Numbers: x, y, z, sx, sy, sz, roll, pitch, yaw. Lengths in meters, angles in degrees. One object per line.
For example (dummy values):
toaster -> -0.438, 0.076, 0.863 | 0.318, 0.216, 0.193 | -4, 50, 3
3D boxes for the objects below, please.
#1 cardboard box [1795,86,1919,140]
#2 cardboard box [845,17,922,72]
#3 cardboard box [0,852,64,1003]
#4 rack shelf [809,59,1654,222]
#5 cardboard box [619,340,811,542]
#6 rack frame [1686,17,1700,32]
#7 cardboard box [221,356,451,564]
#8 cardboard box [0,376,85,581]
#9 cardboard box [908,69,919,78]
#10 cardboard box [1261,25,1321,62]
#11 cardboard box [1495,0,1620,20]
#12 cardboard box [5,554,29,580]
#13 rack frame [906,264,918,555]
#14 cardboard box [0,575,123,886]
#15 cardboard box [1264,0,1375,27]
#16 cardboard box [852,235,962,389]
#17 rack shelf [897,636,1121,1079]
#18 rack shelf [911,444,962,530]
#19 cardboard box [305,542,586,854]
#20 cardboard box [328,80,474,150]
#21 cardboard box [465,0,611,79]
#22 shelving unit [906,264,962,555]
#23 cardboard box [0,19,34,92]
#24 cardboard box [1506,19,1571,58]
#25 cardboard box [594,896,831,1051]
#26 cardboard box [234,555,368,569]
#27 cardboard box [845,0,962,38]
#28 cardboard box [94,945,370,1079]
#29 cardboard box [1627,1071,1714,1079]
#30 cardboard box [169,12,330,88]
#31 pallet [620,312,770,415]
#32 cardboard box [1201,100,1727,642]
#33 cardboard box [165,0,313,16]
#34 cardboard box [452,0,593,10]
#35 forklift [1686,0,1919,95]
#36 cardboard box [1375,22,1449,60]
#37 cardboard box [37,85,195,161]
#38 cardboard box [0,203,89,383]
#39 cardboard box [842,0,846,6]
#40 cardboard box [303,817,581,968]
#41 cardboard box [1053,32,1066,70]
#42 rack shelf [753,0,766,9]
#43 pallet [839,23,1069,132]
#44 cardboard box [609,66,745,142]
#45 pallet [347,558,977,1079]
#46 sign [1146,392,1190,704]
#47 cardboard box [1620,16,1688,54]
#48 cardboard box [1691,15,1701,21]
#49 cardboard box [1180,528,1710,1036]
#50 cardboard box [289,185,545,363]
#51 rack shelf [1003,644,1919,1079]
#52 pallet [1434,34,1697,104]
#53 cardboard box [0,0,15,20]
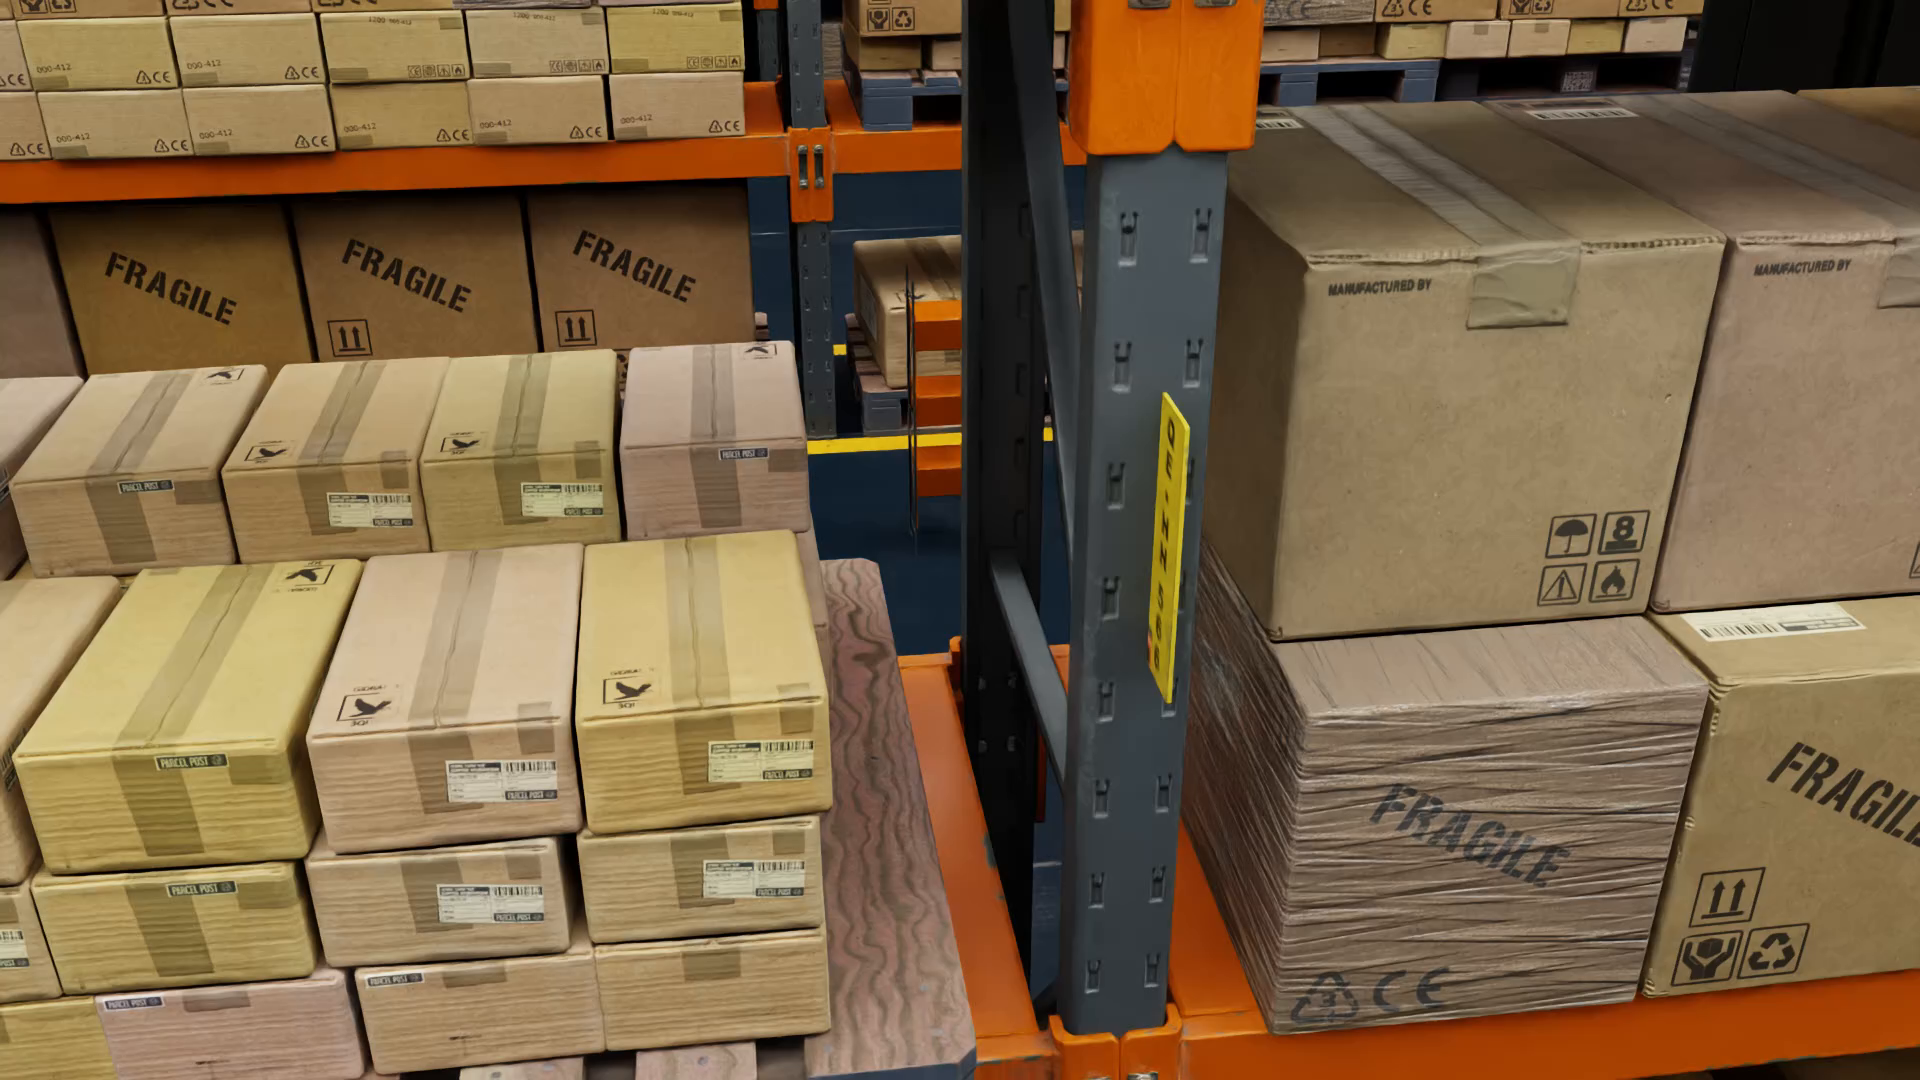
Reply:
cardboard box -> 1.588, -0.334, 2.410 | 0.500, 0.500, 0.700 | -4, 27, -8
cardboard box -> -0.309, -1.997, 6.671 | 0.250, 0.149, 0.380 | -5, 28, -10
cardboard box -> -1.065, 0.327, 1.816 | 0.250, 0.149, 0.380 | -4, 27, -7
rack shelf -> 1.324, -1.792, 7.246 | 4.000, 0.370, 1.077 | -4, 27, -7
cardboard box -> -0.356, -0.152, 2.423 | 0.250, 0.149, 0.380 | -4, 27, -7
rack frame -> 3.305, -2.240, 7.329 | 0.127, 3.000, 1.000 | -4, 27, -7
cardboard box -> -0.861, -0.120, 2.362 | 0.250, 0.149, 0.380 | -4, 27, -7
cardboard box -> -1.391, -0.085, 2.294 | 0.250, 0.149, 0.380 | -2, 27, -5
cardboard box -> -0.086, -3.438, 11.806 | 0.625, 0.625, 0.875 | -3, 27, -5
cardboard box -> 1.298, -2.078, 6.829 | 0.250, 0.149, 0.380 | -3, 27, -5
cardboard box -> 2.388, -2.438, 6.821 | 0.500, 0.500, 0.500 | -4, 27, -7
cardboard box -> -1.402, 0.047, 2.362 | 0.250, 0.149, 0.380 | -4, 27, -7
rack frame -> -0.174, -0.456, 5.989 | 0.008, 1.050, 0.200 | -4, 27, -7
cardboard box -> -1.060, 0.195, 1.748 | 0.250, 0.149, 0.380 | -3, 27, -6
cardboard box -> 1.358, -2.374, 6.696 | 0.500, 0.500, 0.500 | -5, 28, -9
cardboard box -> -0.096, -1.034, 7.399 | 0.625, 0.372, 0.950 | -5, 28, -11
rack shelf -> -1.847, 0.693, 2.401 | 4.000, 0.370, 1.077 | -4, 27, -7
rack shelf -> -0.053, -0.207, 6.135 | 0.240, 0.259, 0.215 | -4, 27, -7
cardboard box -> -0.537, 0.160, 1.817 | 0.250, 0.149, 0.380 | -4, 27, -8
cardboard box -> -2.126, -1.705, 6.451 | 0.500, 0.250, 0.500 | -4, 27, -8
cardboard box -> -1.608, -1.961, 6.403 | 0.500, 0.250, 0.500 | -4, 27, -8
shelving unit -> -0.053, -0.464, 6.004 | 0.252, 1.050, 0.215 | -4, 27, -7
cardboard box -> -3.630, -1.833, 6.153 | 0.500, 0.250, 0.500 | -3, 27, -6
cardboard box -> 2.320, -2.116, 6.903 | 0.250, 0.149, 0.380 | -4, 27, -8
cardboard box -> -0.291, 0.410, 1.980 | 0.250, 0.149, 0.380 | -3, 27, -6
cardboard box -> -0.905, 0.015, 2.424 | 0.250, 0.149, 0.380 | -5, 28, -9
cardboard box -> -0.179, -2.273, 6.499 | 0.500, 0.500, 0.500 | -4, 27, -9
cardboard box -> -0.792, 0.442, 1.919 | 0.250, 0.149, 0.380 | -3, 27, -6
cardboard box -> 0.749, 1.062, 2.899 | 0.750, 0.750, 1.050 | -4, 27, -8
cardboard box -> -2.626, -1.886, 6.257 | 0.500, 0.250, 0.500 | -4, 28, -9
pallet -> -1.448, -0.729, 7.439 | 1.213, 0.211, 1.003 | -4, 27, -7
cardboard box -> 0.579, -0.267, 2.281 | 0.500, 0.500, 0.700 | -4, 27, -7
cardboard box -> -2.634, -2.230, 6.105 | 0.500, 0.500, 0.500 | -4, 27, -8
cardboard box -> -1.639, -2.287, 6.217 | 0.500, 0.500, 0.500 | -3, 27, -6
forklift -> 2.402, -0.397, 3.813 | 3.031, 2.935, 1.130 | 21, 34, 35
cardboard box -> 1.821, -2.099, 6.870 | 0.250, 0.149, 0.380 | -4, 27, -7
cardboard box -> -3.123, -1.632, 6.309 | 0.500, 0.250, 0.500 | -4, 27, -8
cardboard box -> -4.015, -1.048, 6.874 | 0.875, 0.875, 0.875 | -3, 27, -6
cardboard box -> -0.245, -2.504, 6.948 | 0.500, 0.500, 0.500 | -4, 27, -9
cardboard box -> -0.557, 0.294, 1.881 | 0.250, 0.149, 0.380 | -3, 27, -5
cardboard box -> 0.253, -1.996, 6.670 | 0.250, 0.149, 0.380 | -5, 28, -10
rack shelf -> -3.332, -3.782, 11.122 | 4.000, 0.370, 1.077 | -4, 27, -7
pallet -> 0.034, -1.993, 7.059 | 1.003, 0.211, 1.213 | -4, 27, -7
cardboard box -> -1.121, -1.769, 6.576 | 0.500, 0.250, 0.500 | -5, 28, -9
pallet -> -0.558, 0.425, 2.346 | 1.003, 0.211, 1.213 | -4, 27, -7
sign -> 0.218, 0.011, 1.762 | 0.005, 0.325, 0.100 | -4, 27, -7
cardboard box -> 2.834, -2.157, 6.984 | 0.250, 0.149, 0.380 | -3, 27, -6
cardboard box -> 3.710, -2.557, 7.513 | 0.500, 0.500, 0.500 | -4, 27, -8
cardboard box -> 0.615, 0.295, 2.280 | 0.500, 0.500, 0.500 | -3, 27, -7
cardboard box -> -2.236, -1.166, 7.103 | 0.875, 0.875, 0.875 | -3, 27, -6
rack shelf -> 2.114, 0.439, 2.897 | 4.000, 0.370, 1.077 | -4, 27, -7
pallet -> 2.527, -2.171, 7.406 | 1.213, 0.211, 1.003 | -4, 27, -7
cardboard box -> -3.642, -2.163, 5.975 | 0.500, 0.500, 0.500 | -4, 27, -7
